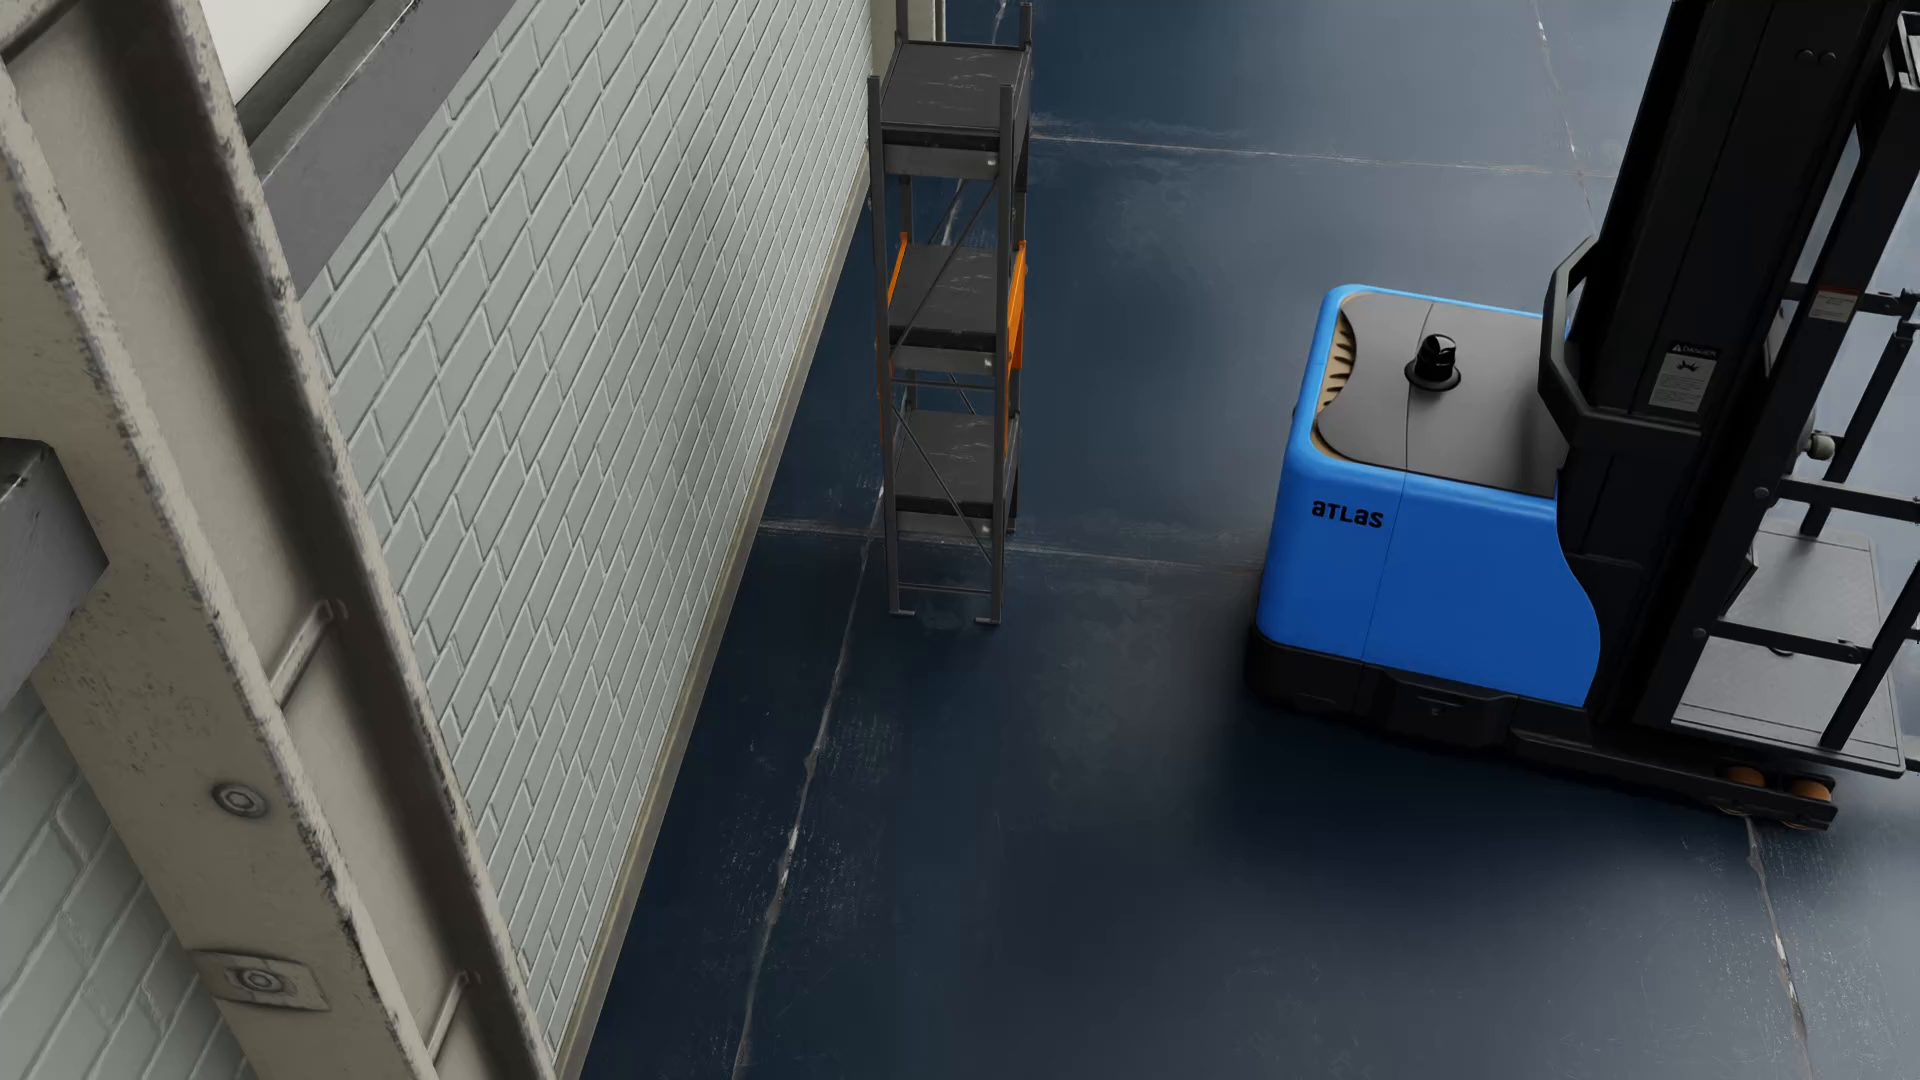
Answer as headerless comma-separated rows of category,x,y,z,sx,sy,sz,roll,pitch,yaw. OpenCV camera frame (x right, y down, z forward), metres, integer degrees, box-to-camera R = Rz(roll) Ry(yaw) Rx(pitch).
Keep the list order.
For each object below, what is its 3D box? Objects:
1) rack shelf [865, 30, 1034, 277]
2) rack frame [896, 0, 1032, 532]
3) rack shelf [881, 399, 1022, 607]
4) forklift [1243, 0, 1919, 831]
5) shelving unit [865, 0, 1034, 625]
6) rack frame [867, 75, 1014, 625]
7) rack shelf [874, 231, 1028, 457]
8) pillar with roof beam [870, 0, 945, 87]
rack shelf,-0.022,-1.148,4.937,0.431,0.518,0.480,5,44,6
rack frame,0.010,-0.816,5.585,0.400,2.100,0.015,5,44,6
rack shelf,-0.022,-0.131,5.900,0.431,0.518,0.480,5,44,6
forklift,2.542,-0.556,4.705,3.031,2.935,1.130,12,45,12
shelving unit,-0.022,-0.650,5.409,0.431,2.100,0.503,5,44,6
rack frame,-0.054,-0.483,5.233,0.400,2.100,0.015,5,44,6
rack shelf,-0.022,-0.640,5.418,0.431,0.518,0.480,5,44,6
pillar with roof beam,4.016,-4.966,4.950,9.100,9.000,0.400,5,44,6
